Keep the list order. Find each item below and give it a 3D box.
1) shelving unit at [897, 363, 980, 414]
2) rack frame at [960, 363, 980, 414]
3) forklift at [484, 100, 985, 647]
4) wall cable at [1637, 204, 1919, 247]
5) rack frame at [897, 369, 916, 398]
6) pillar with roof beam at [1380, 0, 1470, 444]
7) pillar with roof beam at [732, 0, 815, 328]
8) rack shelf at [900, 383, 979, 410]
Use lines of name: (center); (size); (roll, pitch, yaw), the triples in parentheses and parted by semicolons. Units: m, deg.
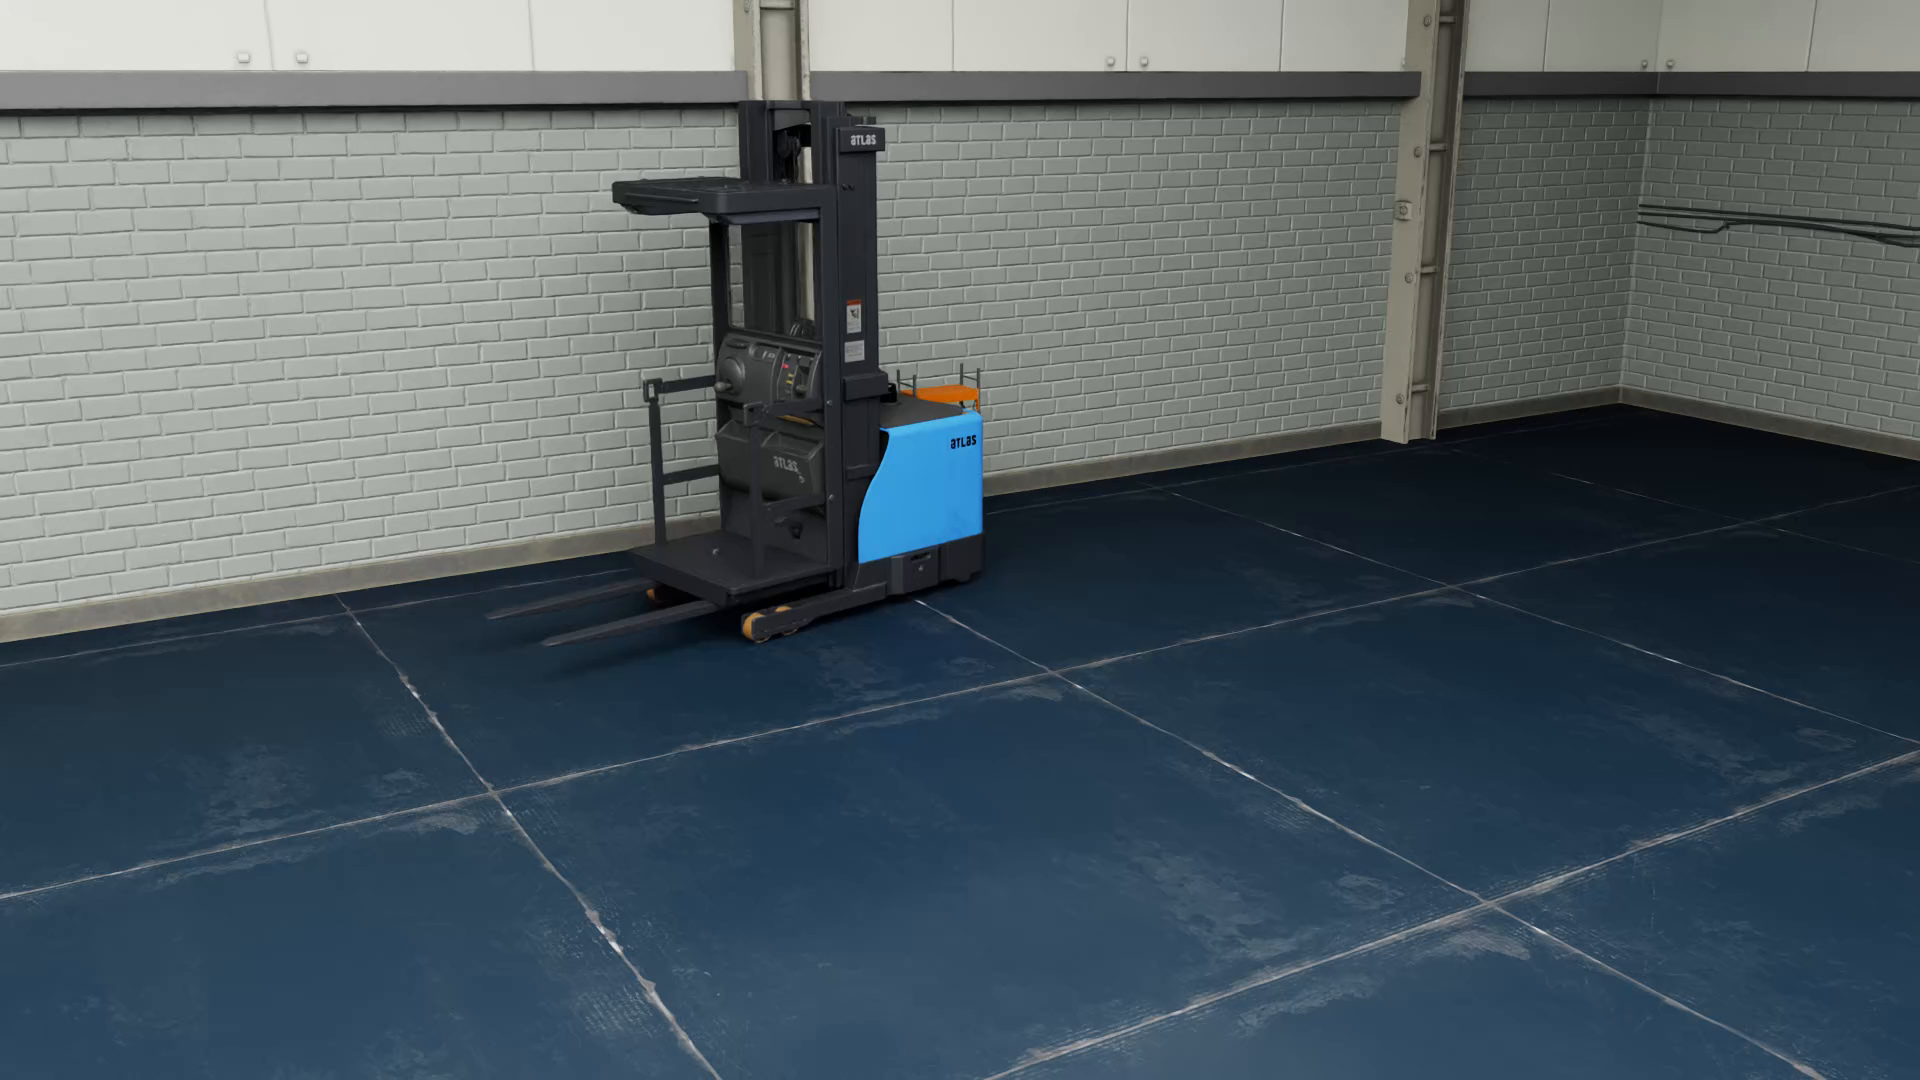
shelving unit: (-0.142, -0.555, 11.166); (0.503, 1.200, 0.258); (-9, 18, -30)
rack frame: (0.067, -0.589, 11.287); (0.015, 1.200, 0.240); (-9, 18, -30)
forklift: (-1.267, -0.991, 9.517); (3.031, 2.935, 1.130); (-14, 21, -41)
wall cable: (7.132, -3.836, 14.175); (0.112, 2.526, 3.097); (-9, 18, -30)
rack frame: (-0.351, -0.521, 11.045); (0.015, 1.200, 0.240); (-9, 18, -30)
pillar with roof beam: (6.143, -4.232, 9.834); (0.400, 9.000, 9.100); (-9, 18, -30)
pillar with roof beam: (1.000, -3.398, 6.858); (0.400, 9.000, 9.100); (-9, 18, -30)
rack shelf: (-0.142, -0.933, 11.060); (0.480, 0.148, 0.258); (-9, 18, -30)
